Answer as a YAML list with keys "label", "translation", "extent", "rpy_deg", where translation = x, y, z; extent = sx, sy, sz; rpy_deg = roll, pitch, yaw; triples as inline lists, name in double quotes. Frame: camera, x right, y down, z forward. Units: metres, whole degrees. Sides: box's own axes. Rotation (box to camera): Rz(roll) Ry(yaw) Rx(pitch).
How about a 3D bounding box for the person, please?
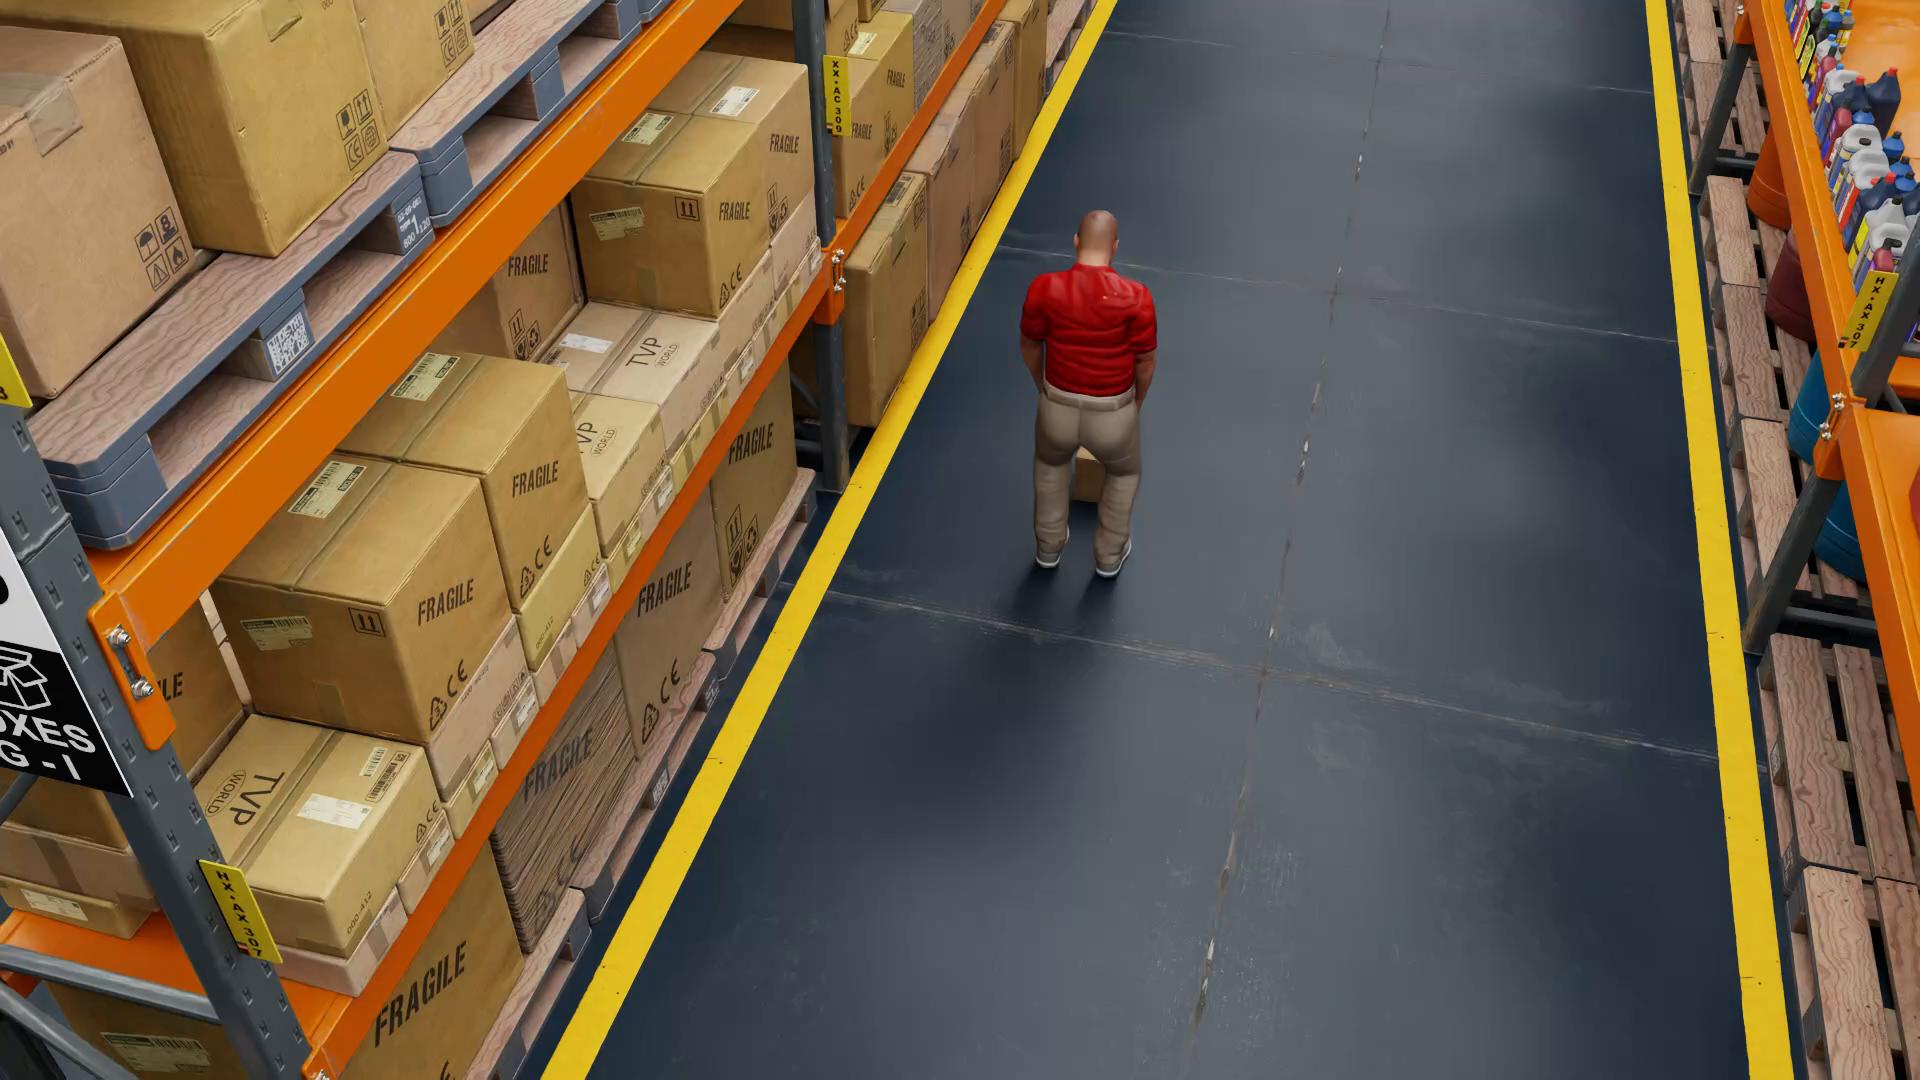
- label: "person"
  translation: [0.511, -0.561, 6.889]
  extent: [0.564, 1.654, 0.458]
  rpy_deg: [11, 42, 12]
